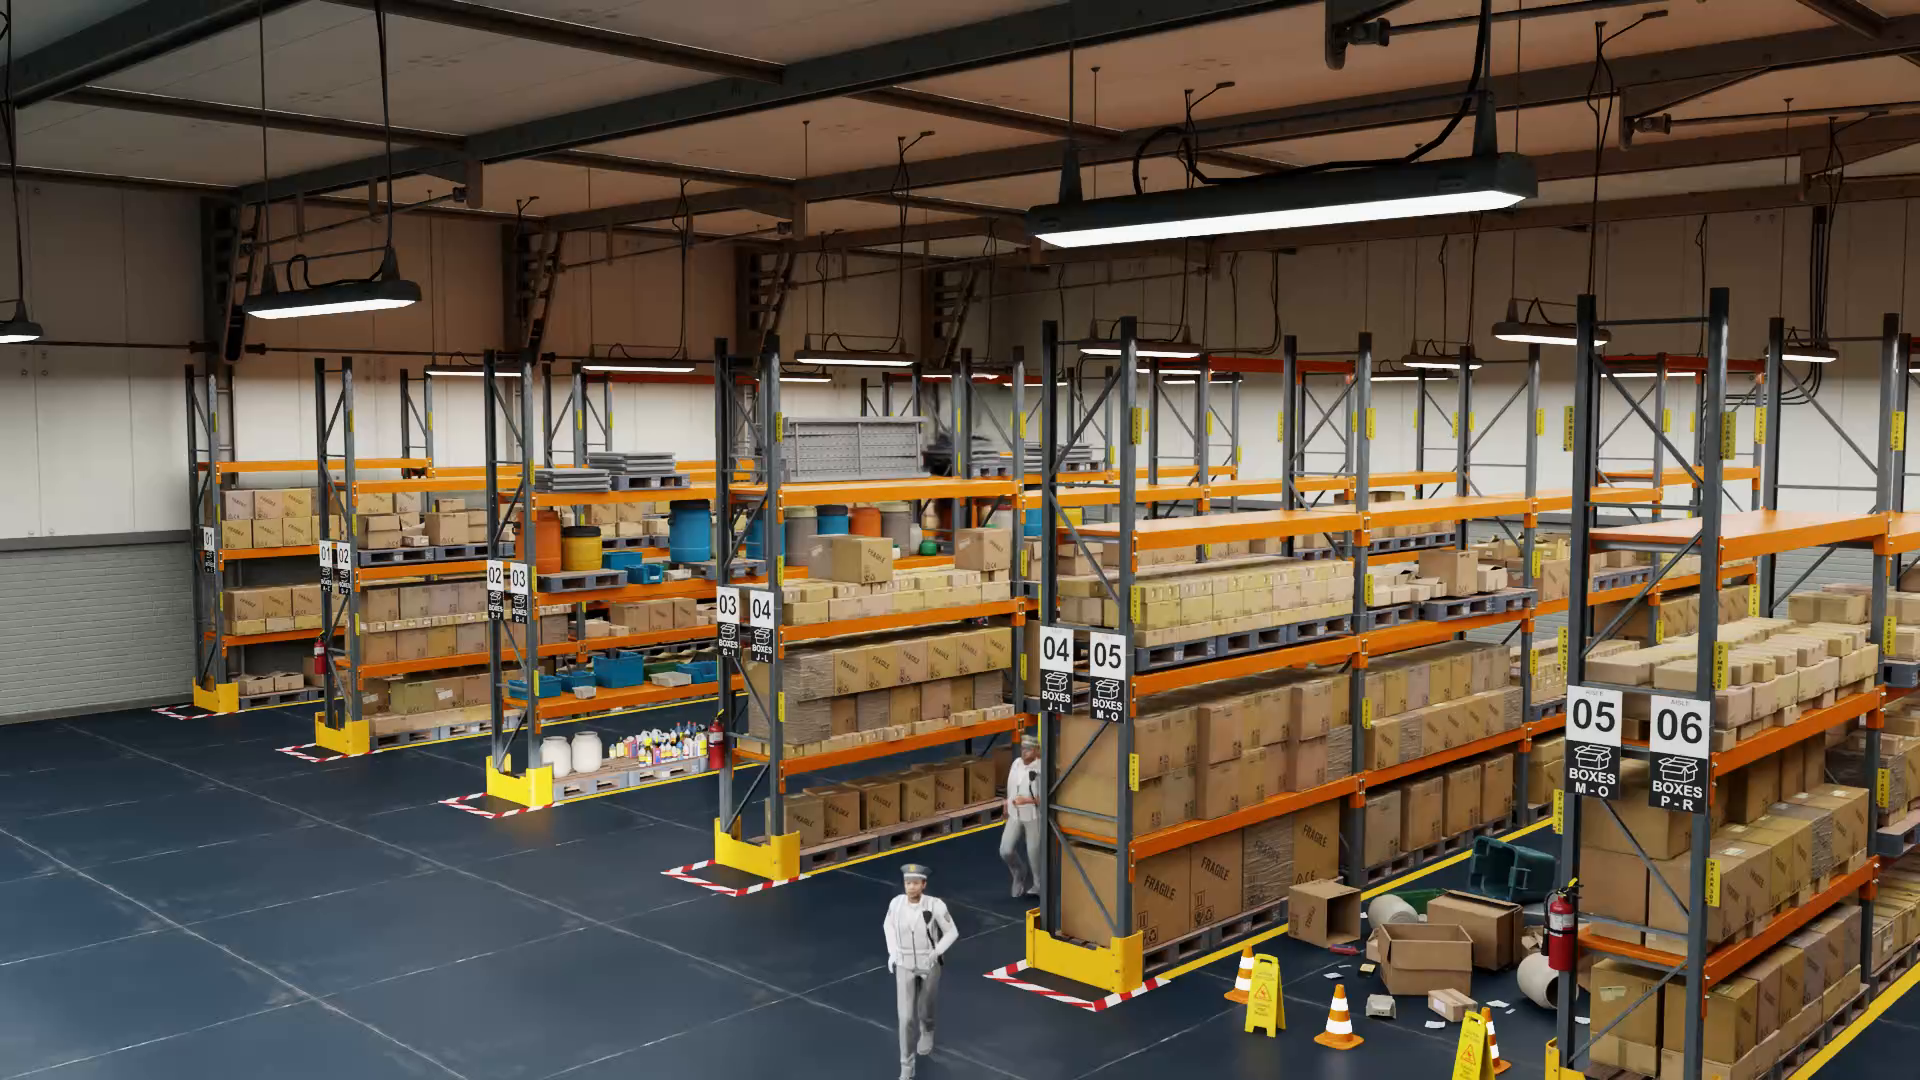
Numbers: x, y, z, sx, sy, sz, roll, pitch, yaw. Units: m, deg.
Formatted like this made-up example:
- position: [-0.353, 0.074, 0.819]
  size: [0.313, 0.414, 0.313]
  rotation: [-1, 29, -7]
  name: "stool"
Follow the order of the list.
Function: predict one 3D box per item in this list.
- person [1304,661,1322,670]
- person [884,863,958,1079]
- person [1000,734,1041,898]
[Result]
- position: [5.077, 2.531, 23.789]
  size: [0.558, 1.649, 0.592]
  rotation: [3, 6, 38]
  name: "person"
- position: [-0.308, 3.332, 12.949]
  size: [0.604, 1.734, 0.783]
  rotation: [0, 4, 6]
  name: "person"
- position: [0.690, 2.938, 17.621]
  size: [0.647, 1.767, 0.680]
  rotation: [3, 5, 30]
  name: "person"
